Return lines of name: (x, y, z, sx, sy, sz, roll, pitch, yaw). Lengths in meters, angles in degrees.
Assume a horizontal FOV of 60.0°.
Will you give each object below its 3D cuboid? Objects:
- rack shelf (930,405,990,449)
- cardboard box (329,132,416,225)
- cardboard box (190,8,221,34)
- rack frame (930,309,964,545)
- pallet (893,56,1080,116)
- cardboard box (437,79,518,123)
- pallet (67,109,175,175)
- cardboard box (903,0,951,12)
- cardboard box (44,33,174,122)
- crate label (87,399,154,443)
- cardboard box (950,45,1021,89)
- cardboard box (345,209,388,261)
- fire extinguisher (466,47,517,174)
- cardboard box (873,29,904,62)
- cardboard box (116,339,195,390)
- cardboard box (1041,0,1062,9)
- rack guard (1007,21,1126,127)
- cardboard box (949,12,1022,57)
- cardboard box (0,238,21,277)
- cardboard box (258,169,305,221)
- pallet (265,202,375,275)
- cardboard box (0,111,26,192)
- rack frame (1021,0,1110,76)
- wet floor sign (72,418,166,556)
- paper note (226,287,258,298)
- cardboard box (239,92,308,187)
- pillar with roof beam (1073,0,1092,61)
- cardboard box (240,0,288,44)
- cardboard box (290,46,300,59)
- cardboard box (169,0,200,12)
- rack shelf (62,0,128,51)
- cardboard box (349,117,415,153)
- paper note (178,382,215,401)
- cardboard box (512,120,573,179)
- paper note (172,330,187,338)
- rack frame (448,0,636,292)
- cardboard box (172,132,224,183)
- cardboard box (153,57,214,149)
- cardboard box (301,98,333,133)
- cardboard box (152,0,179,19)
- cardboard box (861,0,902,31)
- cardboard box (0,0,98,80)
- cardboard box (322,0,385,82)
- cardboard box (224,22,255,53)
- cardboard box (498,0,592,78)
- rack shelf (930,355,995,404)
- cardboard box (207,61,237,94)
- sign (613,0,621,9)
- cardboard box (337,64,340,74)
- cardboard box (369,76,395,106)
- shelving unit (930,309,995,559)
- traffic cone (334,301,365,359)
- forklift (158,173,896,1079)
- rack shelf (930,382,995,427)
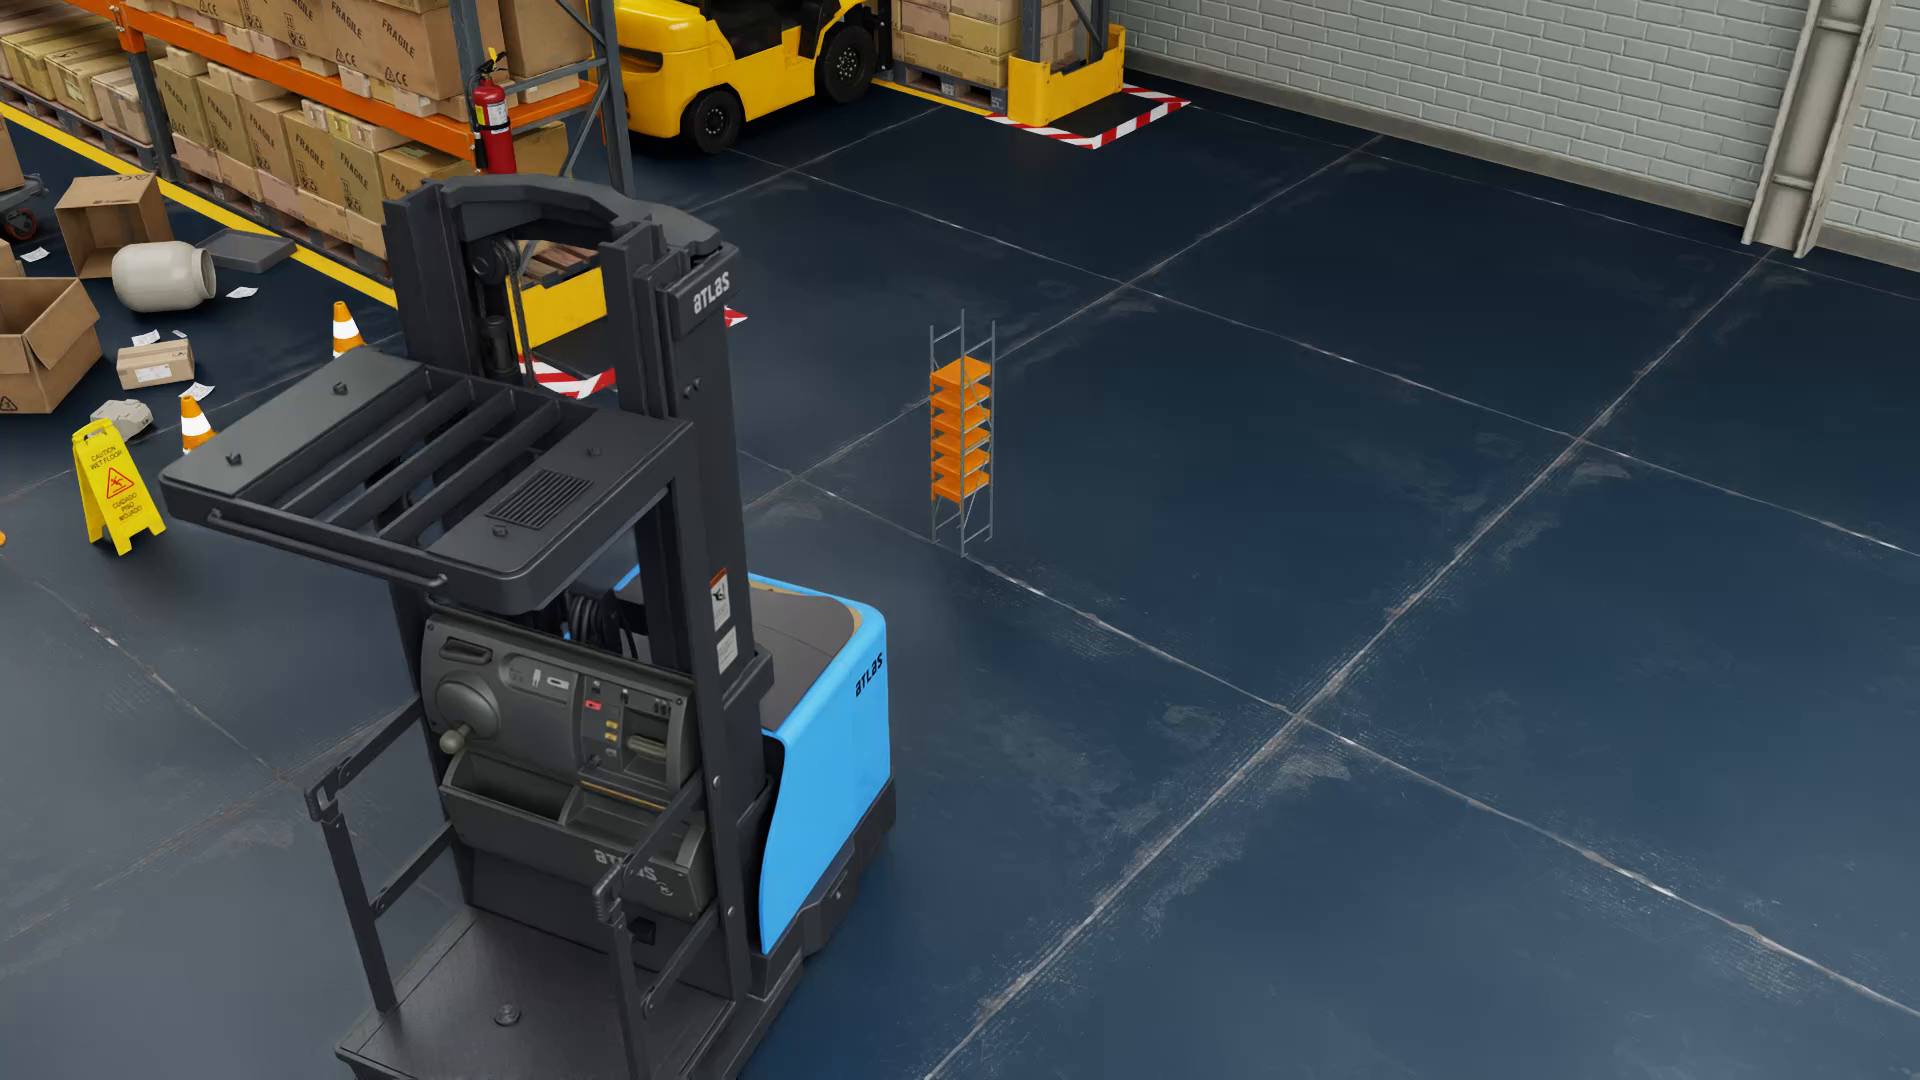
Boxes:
rack shelf: (0.011, -0.552, 7.860, 0.180, 0.103, 0.258, 25, 42, 32)
cardboard box: (-3.526, -2.308, 10.356, 0.500, 0.500, 0.500, 27, 43, 33)
cardboard box: (-4.758, -3.430, 10.816, 0.250, 0.149, 0.380, 27, 43, 33)
rack frame: (-0.059, -0.523, 7.951, 0.006, 1.200, 0.240, 25, 42, 32)
pallet: (0.219, -3.865, 13.691, 1.213, 0.211, 1.003, 25, 42, 32)
cardboard box: (-2.764, -2.534, 9.511, 0.250, 0.149, 0.380, 27, 43, 33)
pallet: (-6.013, -3.175, 12.687, 1.213, 0.211, 1.003, 25, 42, 32)
cardboard box: (-0.117, -4.421, 13.212, 0.500, 0.250, 0.500, 26, 42, 33)
cardboard box: (-6.373, -3.581, 12.765, 0.625, 0.372, 0.950, 28, 43, 34)
crate label: (-4.589, -0.661, 9.091, 0.298, 0.136, 0.250, 6, 35, 8)
cardboard box: (0.270, -3.828, 13.232, 0.500, 0.250, 0.500, 26, 42, 32)
cardboard box: (-3.526, -2.001, 10.572, 0.500, 0.250, 0.500, 25, 42, 32)
fire extinguisher: (-2.547, -2.321, 9.048, 0.183, 0.674, 0.296, 25, 42, 32)
cardboard box: (-0.485, -4.197, 13.770, 0.500, 0.250, 0.500, 26, 42, 32)
cardboard box: (-4.639, -1.015, 9.597, 0.380, 0.149, 0.250, -12, 36, -17)
cardboard box: (0.585, -4.464, 13.275, 0.500, 0.250, 0.500, 25, 41, 31)
rack guard: (0.852, -3.717, 13.220, 0.348, 0.500, 1.175, 25, 42, 32)
cardboard box: (0.259, -4.042, 13.102, 0.500, 0.250, 0.500, 25, 41, 31)
cardboard box: (-6.034, -1.491, 9.857, 0.503, 0.637, 0.797, 25, 42, 32)
cardboard box: (-4.306, -2.373, 11.113, 0.500, 0.250, 0.500, 25, 41, 31)
pallet: (-3.933, -2.224, 11.303, 1.213, 0.211, 1.003, 25, 42, 32)
cardboard box: (-6.530, -2.540, 10.838, 0.500, 0.500, 0.500, 25, 42, 32)
rack frame: (0.833, -4.756, 12.525, 0.127, 3.000, 1.000, 25, 42, 32)
wet floor sign: (-4.140, -0.285, 8.095, 0.232, 0.644, 0.267, 18, 38, 24)
paper note: (-4.534, -1.569, 10.508, 0.148, 0.019, 0.142, 12, 36, 16)
cardboard box: (-4.317, -2.684, 10.904, 0.500, 0.500, 0.500, 28, 43, 34)
pillar with roof beam: (-1.880, -6.000, 9.038, 0.400, 9.000, 9.100, 25, 42, 32)
cardboard box: (-4.075, -3.393, 10.190, 0.500, 0.500, 0.500, 26, 42, 32)
cardboard box: (-3.926, -3.096, 10.330, 0.250, 0.149, 0.380, 25, 42, 32)
cardboard box: (-4.854, -3.755, 10.717, 0.500, 0.500, 0.500, 25, 42, 32)
rack shelf: (-6.951, -4.471, 12.747, 4.000, 0.370, 1.077, 25, 42, 32)
cardboard box: (-3.448, -2.491, 10.051, 0.250, 0.149, 0.380, 27, 43, 33)
paper note: (-4.340, -0.847, 9.457, 0.142, 0.019, 0.148, 12, 36, 16)
cardboard box: (-2.802, -2.364, 10.439, 0.500, 0.500, 0.500, 24, 41, 30)
paper note: (-4.721, -1.247, 10.057, 0.123, 0.001, 0.032, 25, 42, 32)
rack frame: (-2.340, -2.595, 9.379, 0.127, 3.000, 1.000, 25, 42, 32)
cardboard box: (-5.133, -2.752, 11.666, 0.500, 0.250, 0.500, 23, 41, 30)
cardboard box: (-5.133, -3.061, 11.453, 0.500, 0.500, 0.500, 27, 43, 34)
cardboard box: (-3.840, -2.680, 10.325, 0.250, 0.149, 0.380, 27, 43, 34)
cardboard box: (-5.150, -3.617, 11.090, 0.250, 0.149, 0.380, 27, 43, 33)
cardboard box: (-0.530, -4.406, 13.632, 0.500, 0.250, 0.500, 24, 41, 31)
cardboard box: (-7.488, -4.110, 13.535, 0.625, 0.372, 0.950, 24, 41, 31)
cardboard box: (-3.315, -3.019, 9.645, 0.500, 0.500, 0.500, 25, 42, 32)
cardboard box: (-4.400, -3.219, 10.509, 0.250, 0.149, 0.380, 25, 42, 32)
cardboard box: (-2.526, -3.051, 9.692, 0.500, 0.500, 0.500, 25, 41, 31)
rack shelf: (0.011, -0.749, 7.724, 0.180, 0.103, 0.258, 25, 42, 32)
cardboard box: (-4.680, -3.072, 10.896, 0.250, 0.149, 0.380, 27, 43, 33)
sign: (-1.993, -3.188, 9.477, 0.005, 0.325, 0.100, 25, 42, 32)
cardboard box: (-3.537, -2.913, 10.064, 0.250, 0.149, 0.380, 26, 42, 32)
cardboard box: (-3.213, -2.679, 9.724, 0.250, 0.149, 0.380, 24, 41, 31)
shelving unit: (0.011, -0.489, 7.903, 0.189, 1.200, 0.258, 25, 42, 32)
traffic cone: (-3.496, -1.143, 9.506, 0.334, 0.463, 0.336, 25, 42, 32)
forklift: (-1.307, 0.577, 4.821, 1.130, 2.935, 3.031, 14, 37, 19)
rack shelf: (0.011, -0.651, 7.792, 0.180, 0.103, 0.258, 25, 42, 32)
